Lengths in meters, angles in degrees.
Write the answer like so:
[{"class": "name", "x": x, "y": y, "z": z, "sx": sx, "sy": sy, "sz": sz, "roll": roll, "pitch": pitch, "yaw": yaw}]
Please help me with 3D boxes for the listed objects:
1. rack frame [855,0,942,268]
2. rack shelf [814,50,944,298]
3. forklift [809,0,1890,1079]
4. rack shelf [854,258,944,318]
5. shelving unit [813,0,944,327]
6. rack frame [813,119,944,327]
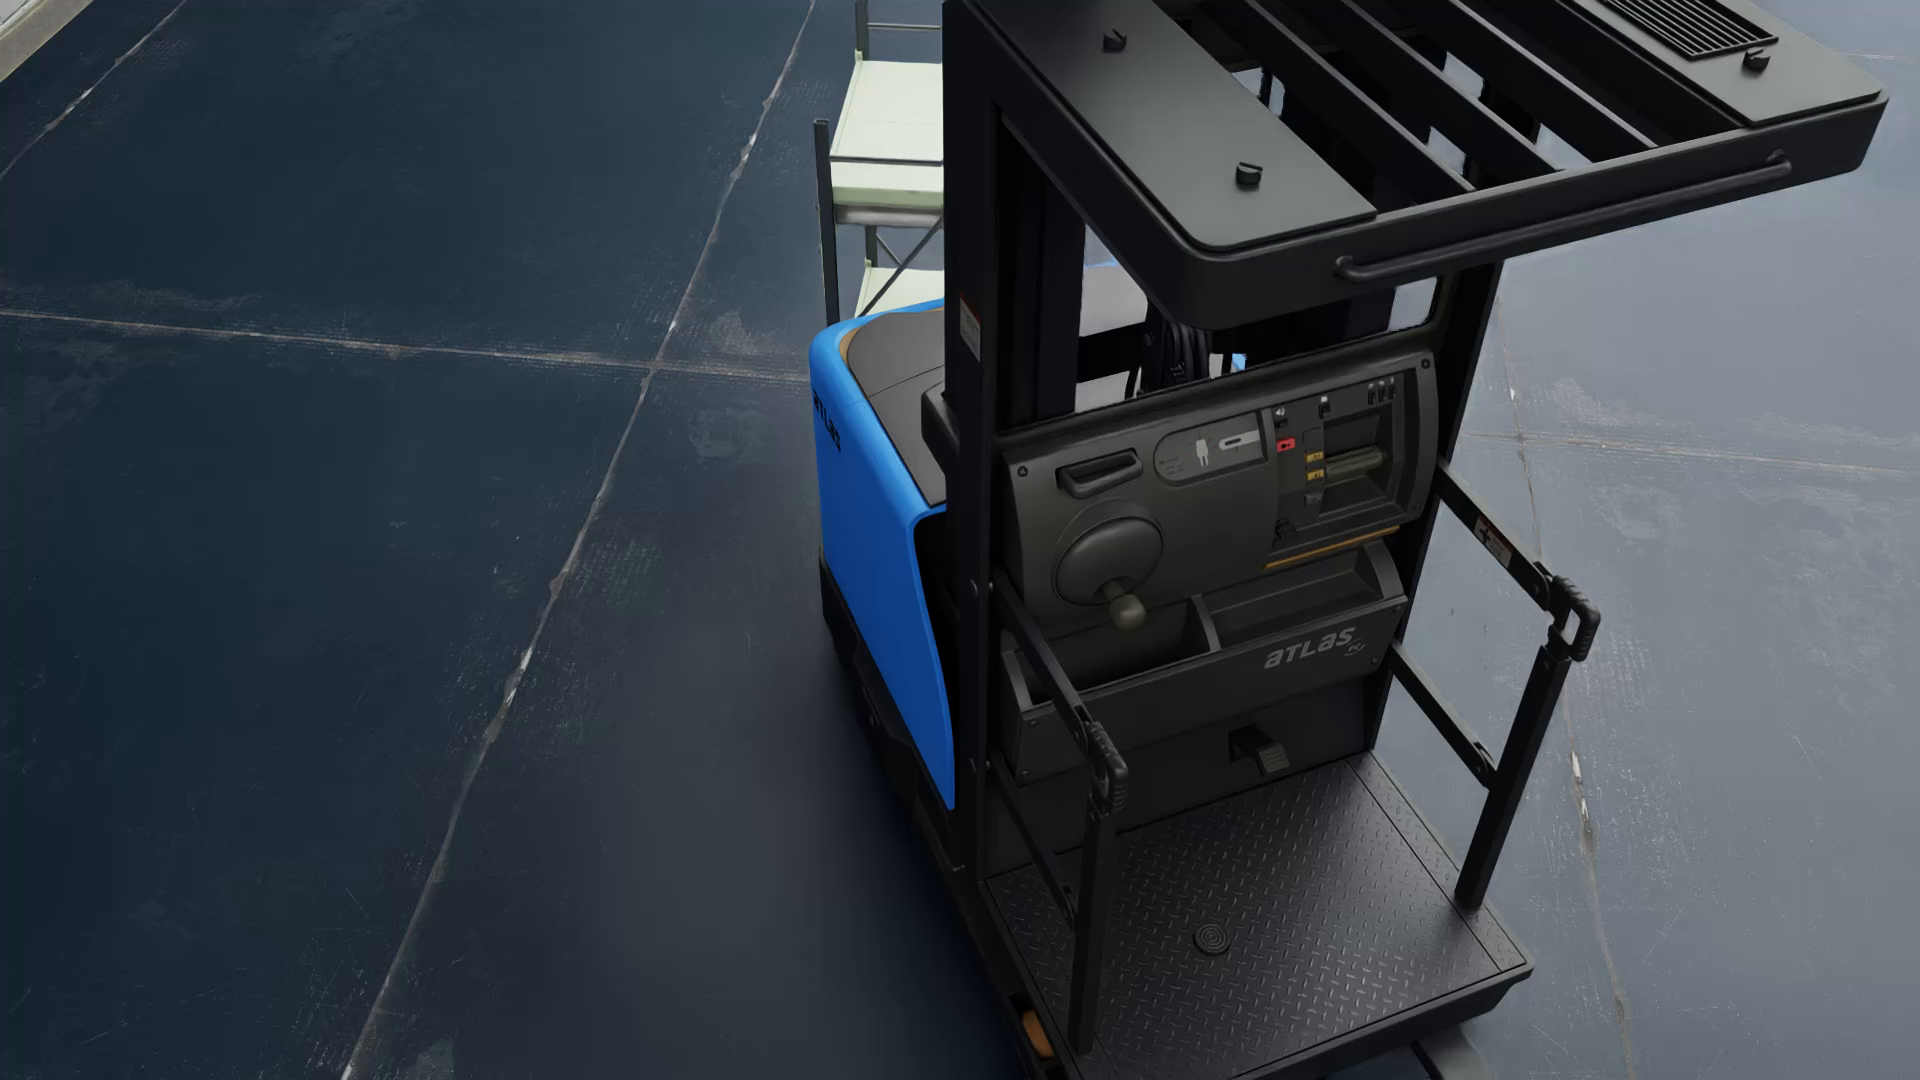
[{"class": "rack frame", "x": -0.099, "y": -0.997, "z": 5.213, "sx": 0.400, "sy": 1.500, "sz": 0.023, "roll": 4, "pitch": 44, "yaw": 4}, {"class": "rack shelf", "x": -0.134, "y": -1.030, "z": 4.680, "sx": 0.431, "sy": 0.370, "sz": 0.720, "roll": 4, "pitch": 44, "yaw": 4}, {"class": "forklift", "x": 0.616, "y": -0.014, "z": 3.133, "sx": 1.130, "sy": 2.935, "sz": 3.031, "roll": -15, "pitch": 46, "yaw": -16}, {"class": "rack shelf", "x": -0.134, "y": -0.510, "z": 5.172, "sx": 0.431, "sy": 0.370, "sz": 0.720, "roll": 4, "pitch": 44, "yaw": 4}, {"class": "shelving unit", "x": -0.134, "y": -0.747, "z": 4.948, "sx": 0.431, "sy": 1.500, "sz": 0.755, "roll": 4, "pitch": 44, "yaw": 4}, {"class": "rack frame", "x": -0.168, "y": -0.496, "z": 4.683, "sx": 0.400, "sy": 1.500, "sz": 0.023, "roll": 4, "pitch": 44, "yaw": 4}]
